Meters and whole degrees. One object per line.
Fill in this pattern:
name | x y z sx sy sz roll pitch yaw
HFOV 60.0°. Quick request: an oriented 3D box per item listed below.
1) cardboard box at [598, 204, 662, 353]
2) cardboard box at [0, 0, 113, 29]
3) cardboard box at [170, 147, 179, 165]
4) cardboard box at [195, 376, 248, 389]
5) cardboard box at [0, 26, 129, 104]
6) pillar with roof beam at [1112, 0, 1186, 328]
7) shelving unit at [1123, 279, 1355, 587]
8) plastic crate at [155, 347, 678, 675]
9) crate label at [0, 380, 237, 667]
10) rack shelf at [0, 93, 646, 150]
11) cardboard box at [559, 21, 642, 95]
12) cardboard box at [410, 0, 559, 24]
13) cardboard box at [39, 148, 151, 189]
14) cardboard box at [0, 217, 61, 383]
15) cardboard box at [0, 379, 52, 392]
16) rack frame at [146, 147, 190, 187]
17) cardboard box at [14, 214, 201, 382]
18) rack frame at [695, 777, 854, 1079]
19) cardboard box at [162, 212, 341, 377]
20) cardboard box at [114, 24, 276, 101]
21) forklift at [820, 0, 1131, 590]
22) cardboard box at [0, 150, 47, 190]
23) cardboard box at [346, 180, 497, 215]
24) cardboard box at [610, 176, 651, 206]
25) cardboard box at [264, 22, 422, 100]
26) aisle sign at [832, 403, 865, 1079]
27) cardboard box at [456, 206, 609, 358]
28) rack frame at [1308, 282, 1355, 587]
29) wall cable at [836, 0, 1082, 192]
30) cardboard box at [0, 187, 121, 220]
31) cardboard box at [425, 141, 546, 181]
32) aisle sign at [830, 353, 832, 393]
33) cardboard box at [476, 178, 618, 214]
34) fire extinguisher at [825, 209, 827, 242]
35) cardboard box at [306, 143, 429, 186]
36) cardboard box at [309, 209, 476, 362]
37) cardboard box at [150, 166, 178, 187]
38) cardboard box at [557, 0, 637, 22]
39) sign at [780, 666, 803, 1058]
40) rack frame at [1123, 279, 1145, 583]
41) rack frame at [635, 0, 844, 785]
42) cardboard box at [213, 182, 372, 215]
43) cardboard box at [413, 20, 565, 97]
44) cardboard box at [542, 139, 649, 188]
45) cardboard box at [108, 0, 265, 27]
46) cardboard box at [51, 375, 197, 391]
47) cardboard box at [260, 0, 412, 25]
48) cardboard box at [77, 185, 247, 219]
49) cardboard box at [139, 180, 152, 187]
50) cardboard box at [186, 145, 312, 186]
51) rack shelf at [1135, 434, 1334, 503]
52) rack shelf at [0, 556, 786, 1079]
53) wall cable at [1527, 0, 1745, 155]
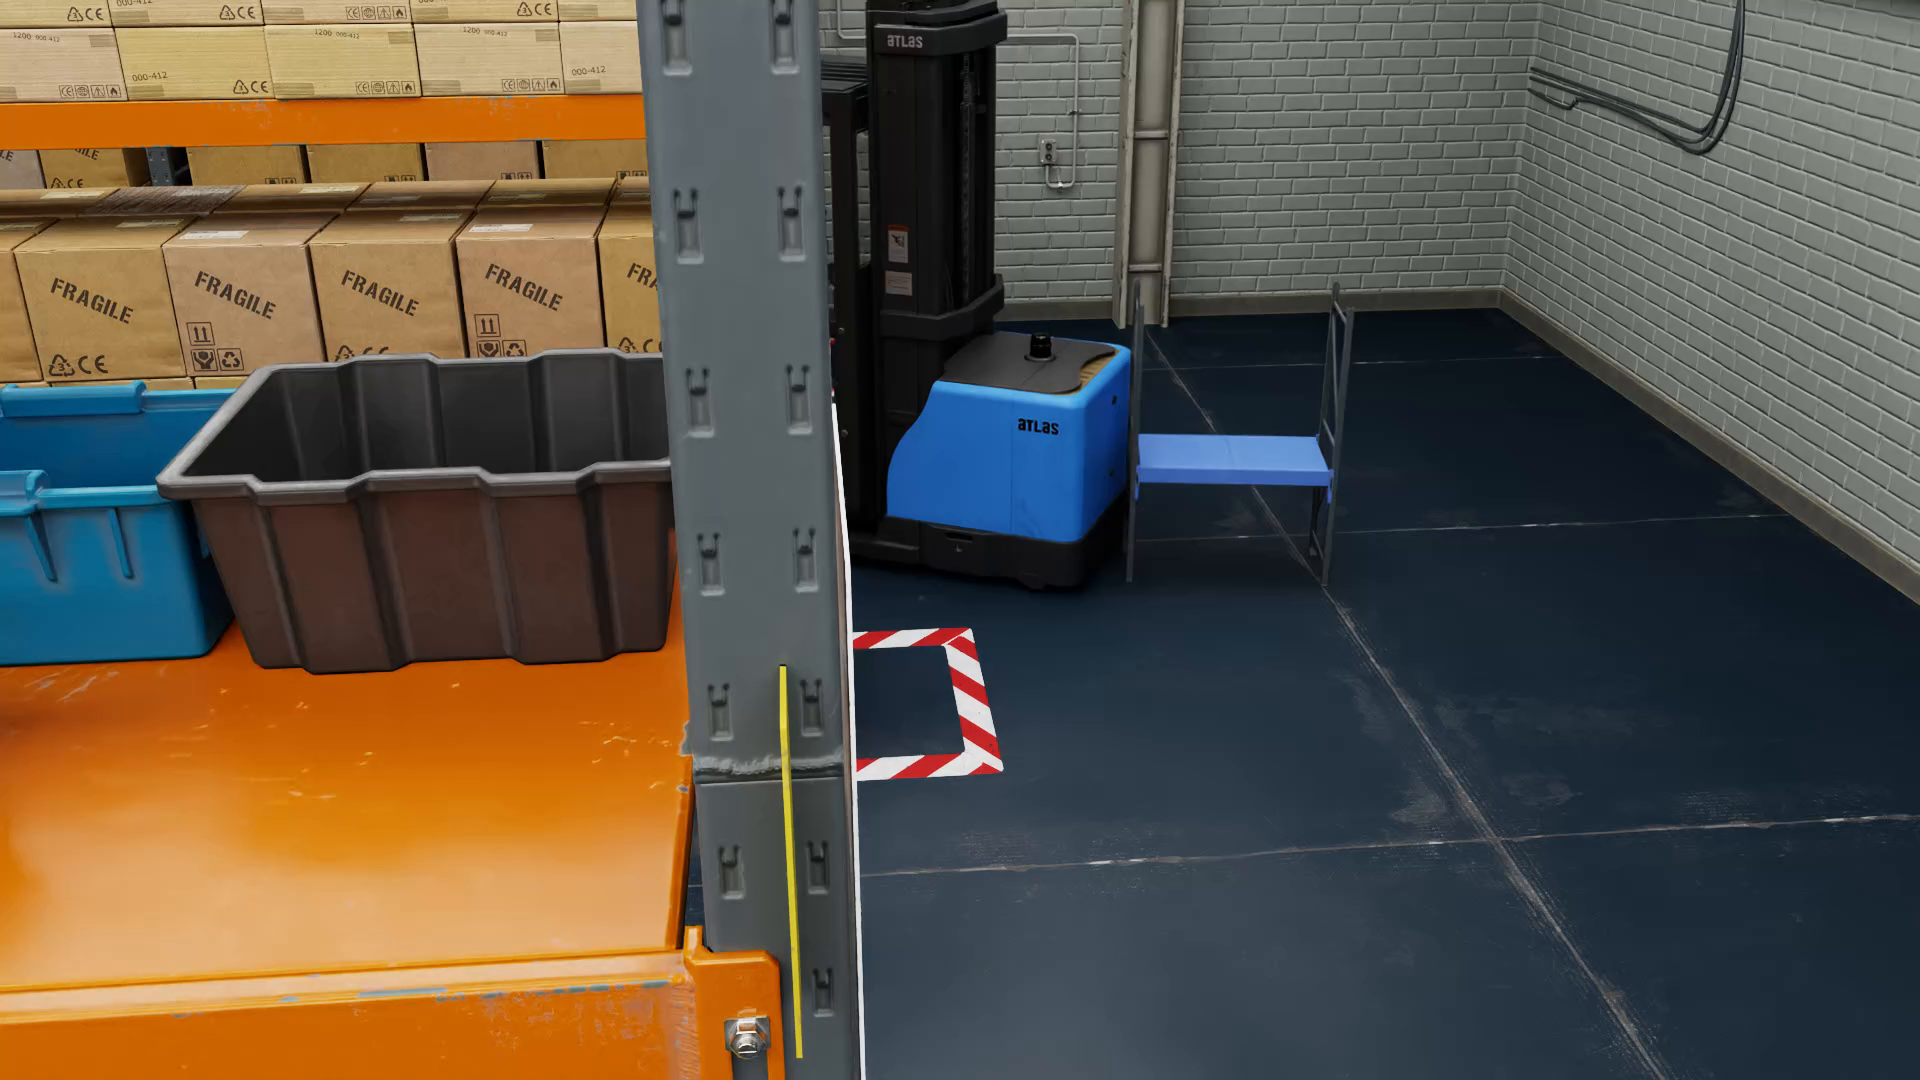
cardboard box | -1.109 -1.004 6.461 0.500 0.500 0.500 -3 24 -6
cardboard box | -3.170 -1.956 5.834 0.500 0.250 0.500 -2 24 -5
cardboard box | -5.647 -2.747 11.223 0.500 0.500 0.500 -3 24 -7
cardboard box | -2.627 -0.488 6.532 0.500 0.500 0.500 -3 24 -6
cardboard box | -3.170 -1.730 5.940 0.500 0.250 0.500 -2 24 -5
pillar with roof beam | 1.841 -4.091 7.375 0.400 9.000 9.100 -2 24 -5
shelving unit | 1.409 -0.550 8.642 1.048 1.500 0.538 1 24 3
plastic crate | -0.621 -0.036 2.106 0.590 0.269 0.497 -2 24 -5
crate label | -1.160 -0.024 2.102 0.502 0.251 0.408 -2 24 -5
rack shelf | -2.684 -1.592 6.332 4.000 0.370 1.077 -2 24 -5
cardboard box | -1.179 -1.805 6.110 0.500 0.250 0.500 -2 24 -5
cardboard box | -1.677 -2.017 5.971 0.500 0.250 0.500 -2 24 -5
cardboard box | -5.599 -2.543 10.765 0.500 0.500 0.500 -3 24 -6
cardboard box | -3.664 -0.899 6.225 0.500 0.500 0.500 -3 24 -7
cardboard box | -3.631 -0.448 6.442 0.500 0.500 0.500 -2 24 -4
rack frame | -5.165 -2.473 11.120 0.127 3.000 1.000 -2 24 -5
cardboard box | -3.153 -0.919 6.271 0.500 0.500 0.500 -3 24 -7
rack frame | -0.210 1.372 2.470 0.127 3.000 1.000 -2 24 -5
cardboard box | -2.639 -0.940 6.318 0.500 0.500 0.500 -2 24 -4
cardboard box | -2.673 -1.751 5.988 0.500 0.250 0.500 -2 24 -5
forklift | -0.619 -1.445 8.893 3.031 2.935 1.130 9 26 20
cardboard box | -6.106 -2.519 10.710 0.500 0.500 0.500 -2 24 -5
cardboard box | -2.179 -1.180 6.857 0.500 0.500 0.500 -2 24 -4
cardboard box | -1.161 -1.222 6.951 0.500 0.500 0.500 -2 24 -4
cardboard box | -2.174 -1.765 6.018 0.500 0.250 0.500 -2 24 -5
aisle sign | -0.110 0.300 1.682 0.004 0.787 0.394 -2 24 -5
cardboard box | -1.612 -0.983 6.415 0.500 0.500 0.500 -2 24 -4
rack frame | 1.917 -0.540 8.617 0.032 1.500 0.500 1 24 3
wall cable | -0.003 -3.530 12.248 1.851 1.984 0.084 -2 24 -5
cardboard box | -3.687 -1.120 6.722 0.500 0.500 0.500 -3 24 -6
cardboard box | -3.173 -2.685 11.228 0.700 0.700 0.980 -3 24 -8
aisle sign | -0.168 0.061 2.219 0.004 0.787 0.394 -2 24 -5
cardboard box | -1.681 -1.198 6.898 0.500 0.500 0.500 -2 24 -5
fire extinguisher | -0.989 -2.246 11.165 0.183 0.674 0.296 -2 24 -5
cardboard box | -3.896 -2.652 11.154 0.700 0.700 0.980 -3 24 -6
cardboard box | -2.128 -0.961 6.364 0.500 0.500 0.500 -2 24 -4
cardboard box | -5.518 -2.434 11.317 0.250 0.149 0.380 -3 24 -7
cardboard box | -1.180 -2.037 6.017 0.500 0.250 0.500 -2 24 -5
sign | -0.140 0.271 1.383 0.005 0.325 0.100 -2 24 -5
rack frame | 0.902 -0.561 8.666 0.032 1.500 0.500 1 24 3
rack frame | -0.210 -1.369 1.252 0.127 3.000 1.000 -2 24 -5
cardboard box | -2.684 -1.159 6.811 0.500 0.500 0.500 -3 24 -6
cardboard box | -1.678 -1.790 6.075 0.500 0.250 0.500 -2 24 -5
cardboard box | -2.414 -2.711 11.288 0.700 0.700 0.980 -2 24 -6
cardboard box | -2.672 -1.976 5.879 0.500 0.250 0.500 -2 24 -5
cardboard box | -3.133 -0.467 6.485 0.500 0.500 0.500 -2 24 -5
cardboard box | -2.175 -1.999 5.930 0.500 0.250 0.500 -2 24 -5
cardboard box | -3.185 -1.140 6.767 0.500 0.500 0.500 -2 24 -5
cardboard box | -5.473 -2.239 10.879 0.250 0.149 0.380 -2 24 -5
cardboard box | -4.623 -2.625 11.093 0.700 0.700 0.980 -2 24 -4
rack shelf | 1.409 -0.386 8.715 1.000 0.185 0.538 1 24 3
rack shelf | -2.201 0.410 1.827 4.000 0.370 1.077 -2 24 -5
wall cable | 4.480 -4.036 11.074 0.112 2.526 3.097 -2 24 -5
